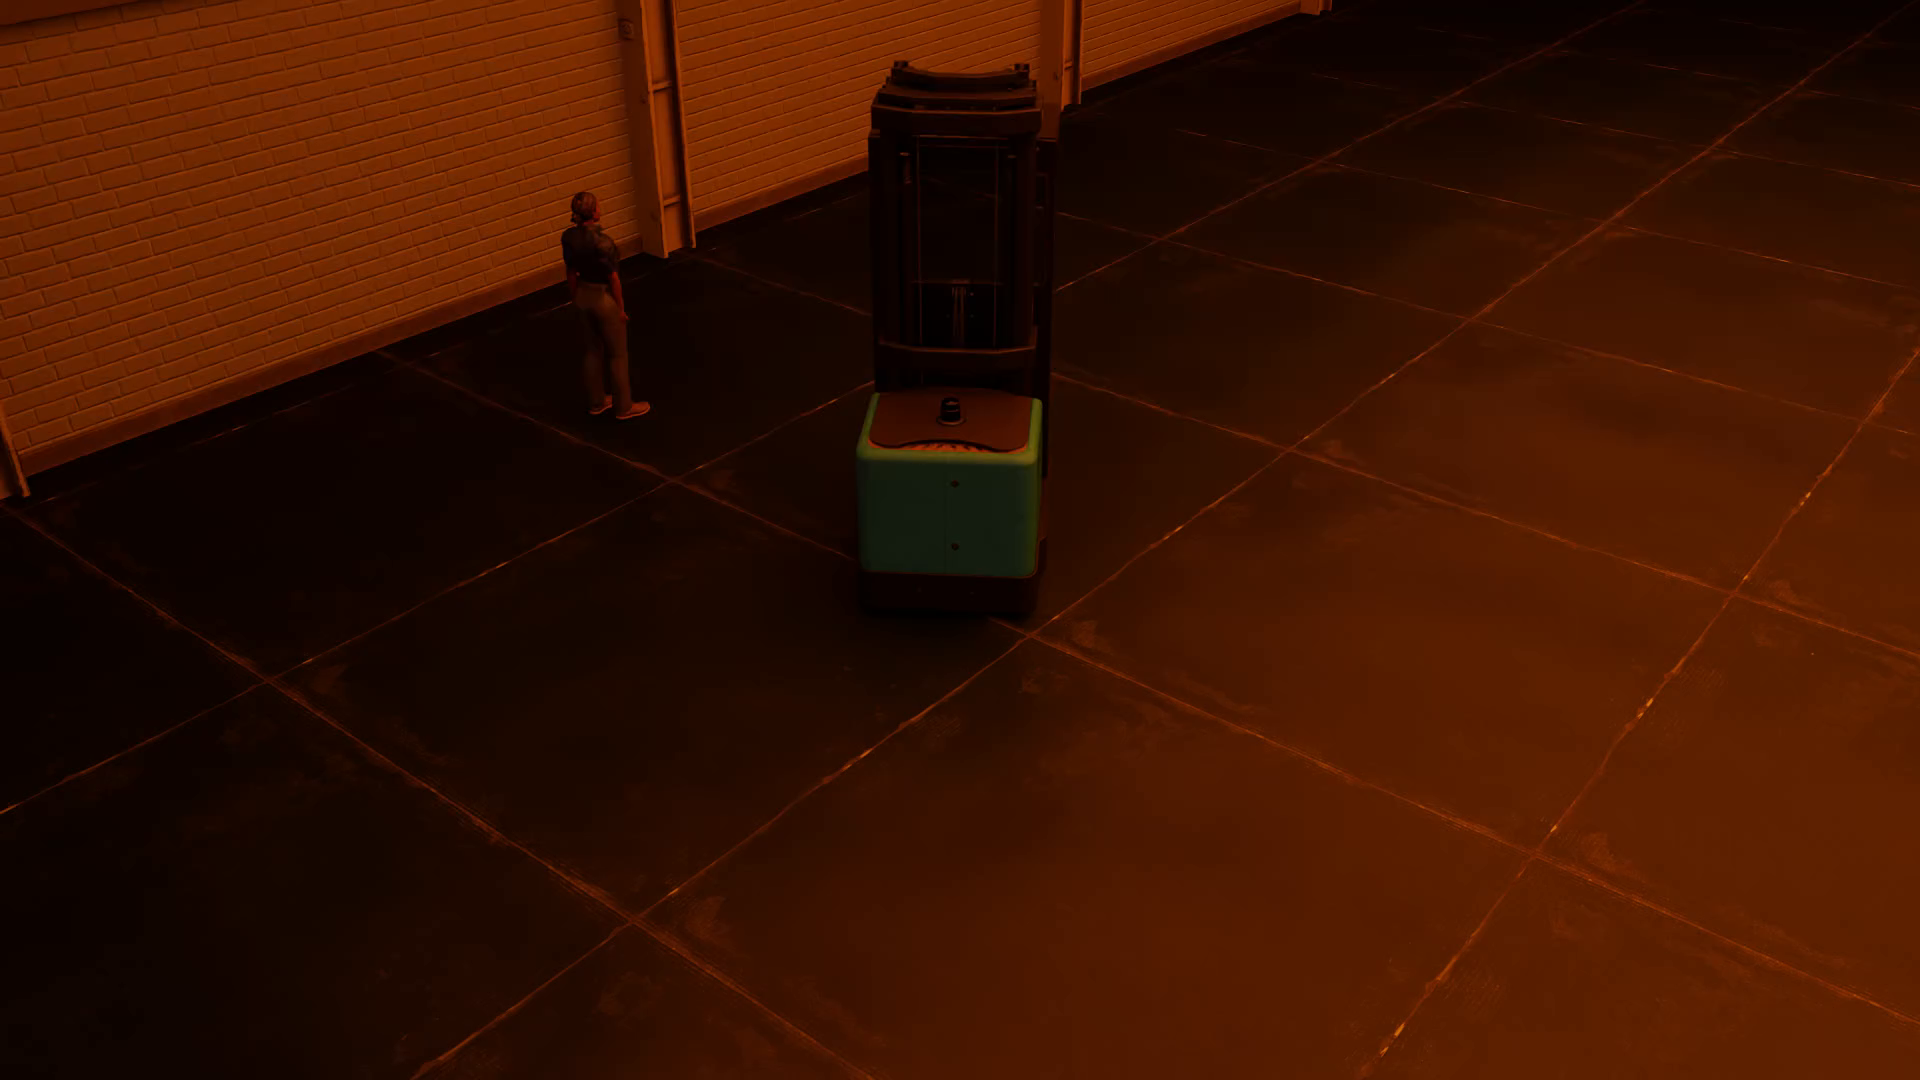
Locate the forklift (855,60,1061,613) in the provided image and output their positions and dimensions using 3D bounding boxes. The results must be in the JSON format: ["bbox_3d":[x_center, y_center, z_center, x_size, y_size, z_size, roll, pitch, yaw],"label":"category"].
[{"bbox_3d":[0.036,-1.557,10.259,1.130,2.935,3.031,2,30,4],"label":"forklift"}]

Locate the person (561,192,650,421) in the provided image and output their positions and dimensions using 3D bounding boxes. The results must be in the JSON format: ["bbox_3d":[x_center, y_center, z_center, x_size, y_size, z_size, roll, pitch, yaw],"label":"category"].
[{"bbox_3d":[-2.514,-1.647,11.680,0.452,1.660,0.340,14,33,23],"label":"person"}]
